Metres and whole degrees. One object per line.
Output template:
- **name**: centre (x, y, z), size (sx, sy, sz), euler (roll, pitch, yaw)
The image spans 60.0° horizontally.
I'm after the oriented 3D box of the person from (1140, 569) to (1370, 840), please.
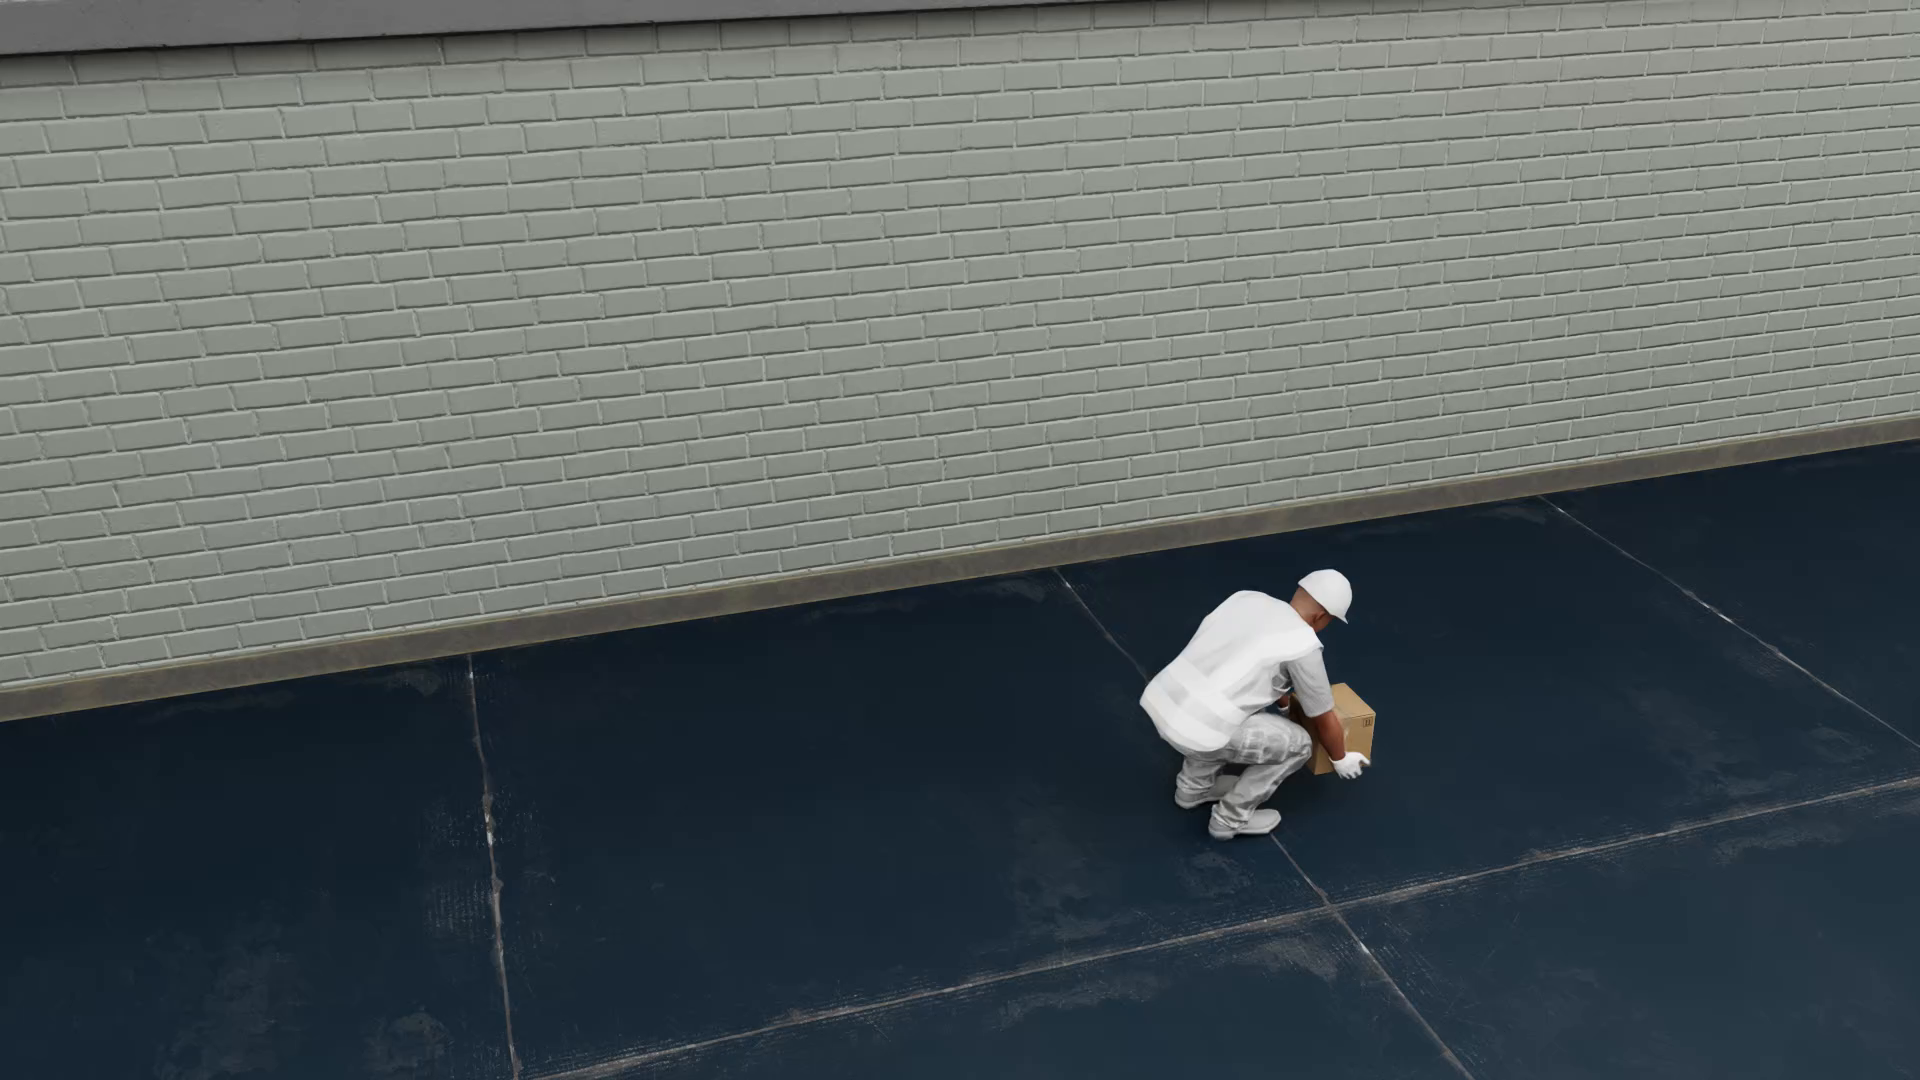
- **person**: centre (1.162, 0.637, 6.658), size (0.906, 1.025, 0.571), euler (-8, 27, -16)
